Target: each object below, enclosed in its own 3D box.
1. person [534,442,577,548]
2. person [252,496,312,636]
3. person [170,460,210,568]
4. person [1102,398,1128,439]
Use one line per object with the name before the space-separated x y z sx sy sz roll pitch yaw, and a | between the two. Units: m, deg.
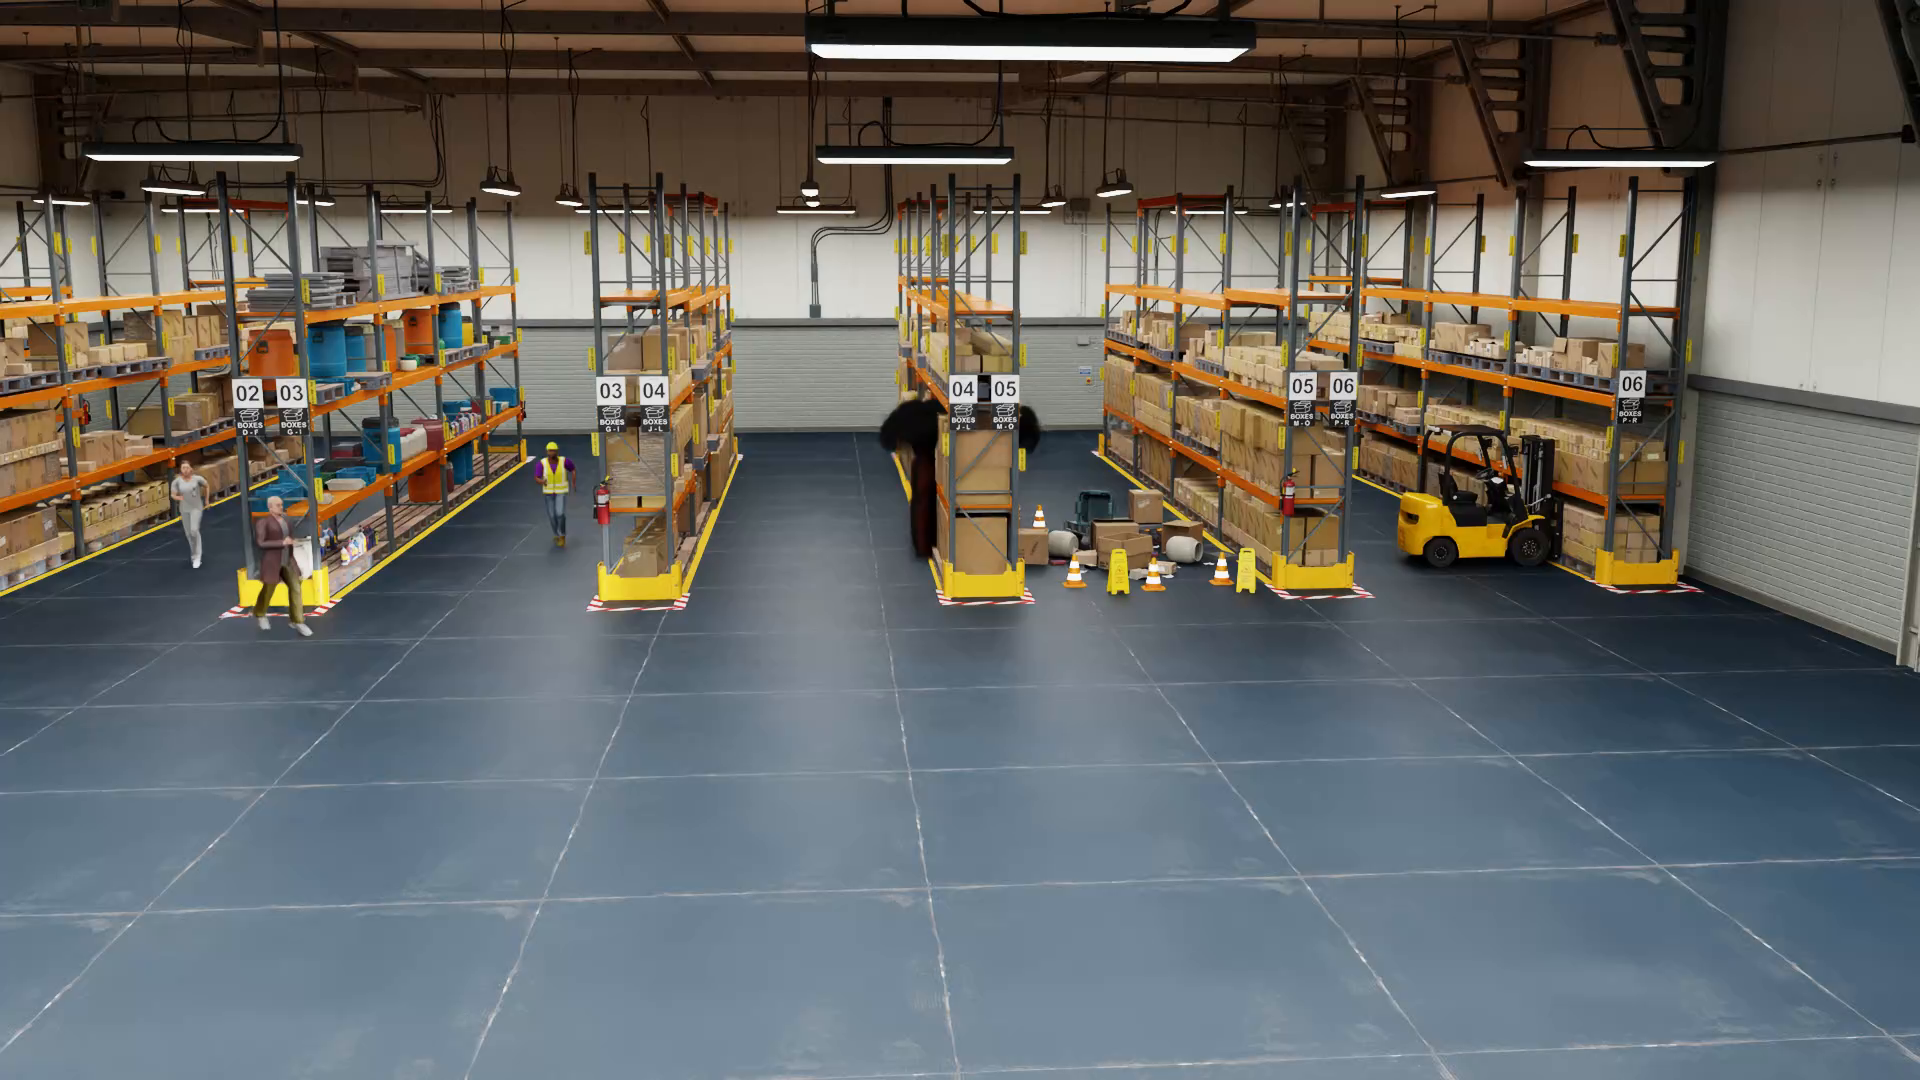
person | -6.813 -0.764 27.983 0.654 1.786 0.812 0 10 -3
person | -8.901 0.328 21.617 0.976 1.806 0.680 6 12 30
person | -12.158 -0.421 26.295 0.504 1.713 0.818 -2 10 -10
person | 3.950 -3.271 42.150 0.855 1.826 0.687 -3 10 -16
